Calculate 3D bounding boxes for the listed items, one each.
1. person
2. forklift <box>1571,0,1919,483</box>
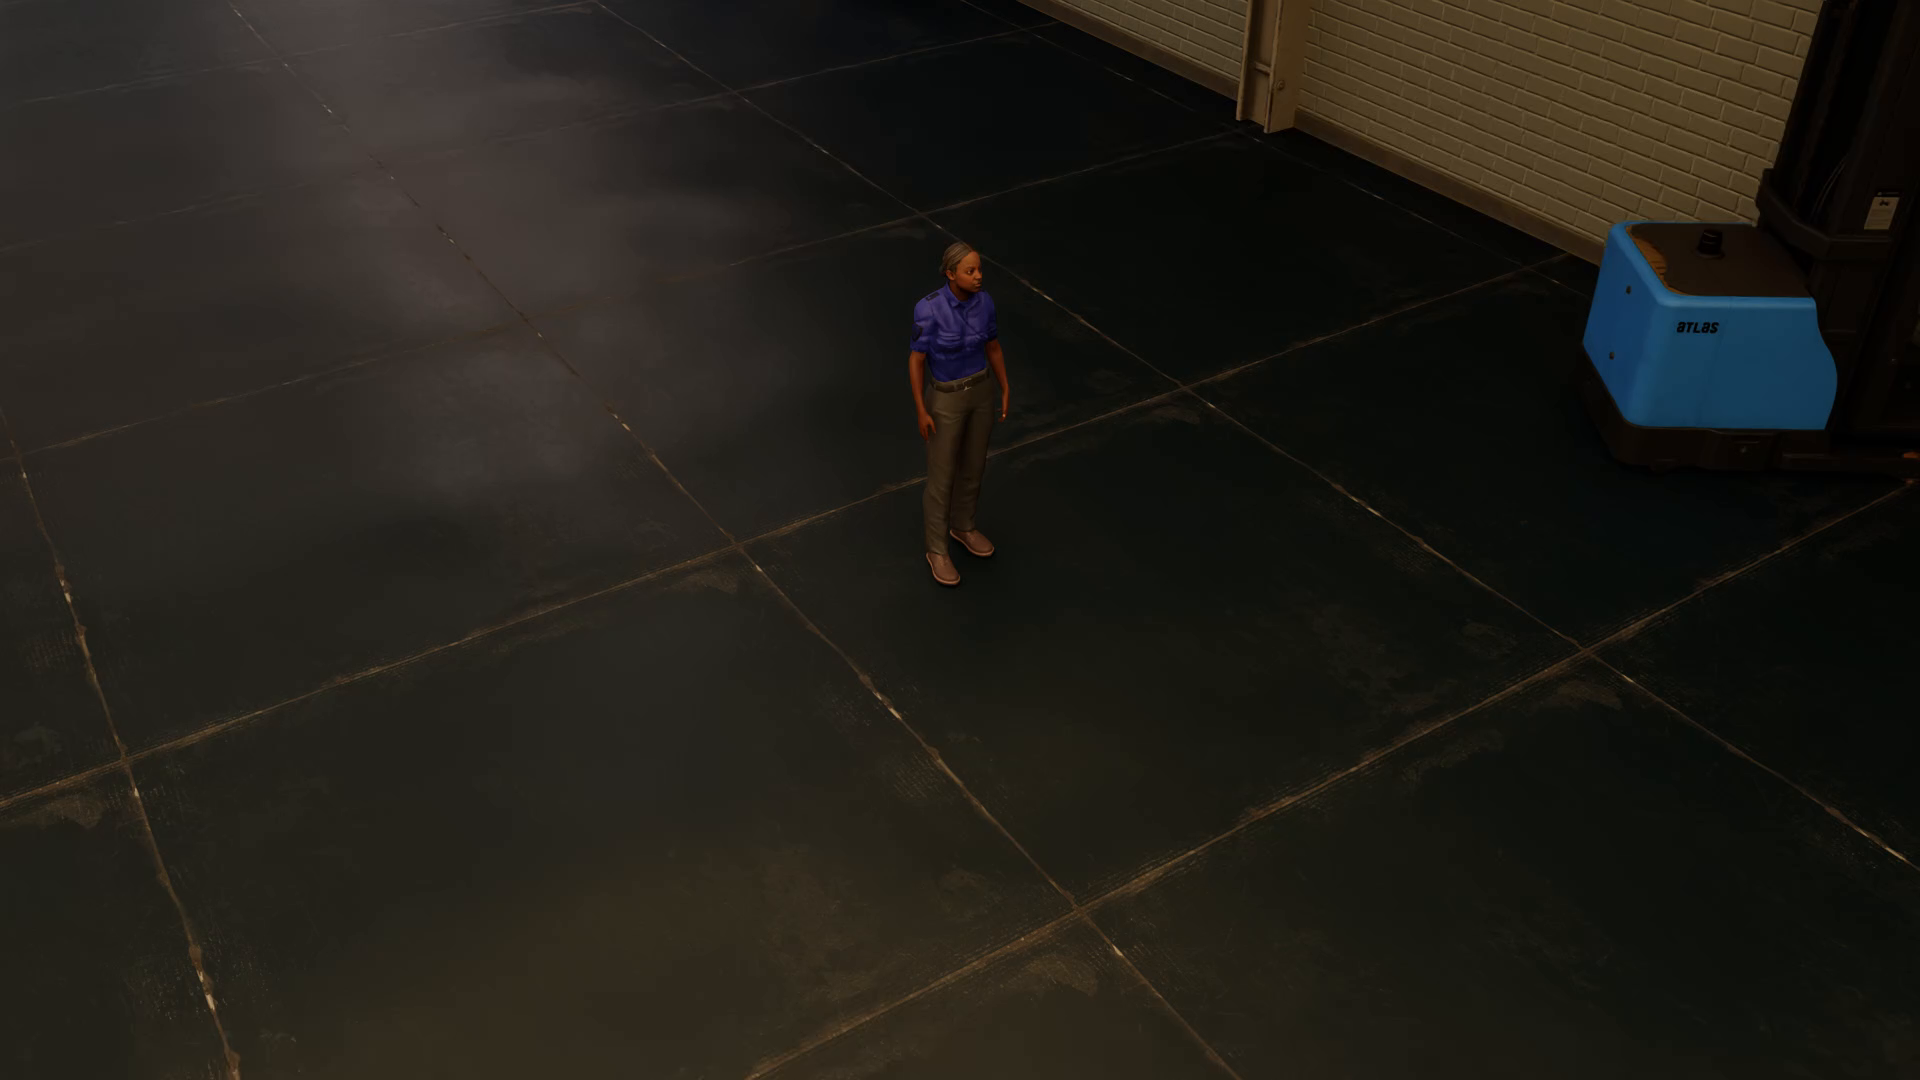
[{"bbox_3d":[0.031,-0.634,8.148,0.569,1.654,0.504,-21,40,-27],"label":"person"},{"bbox_3d":[5.151,-1.825,8.745,3.031,2.935,1.130,1,35,2],"label":"forklift"}]
